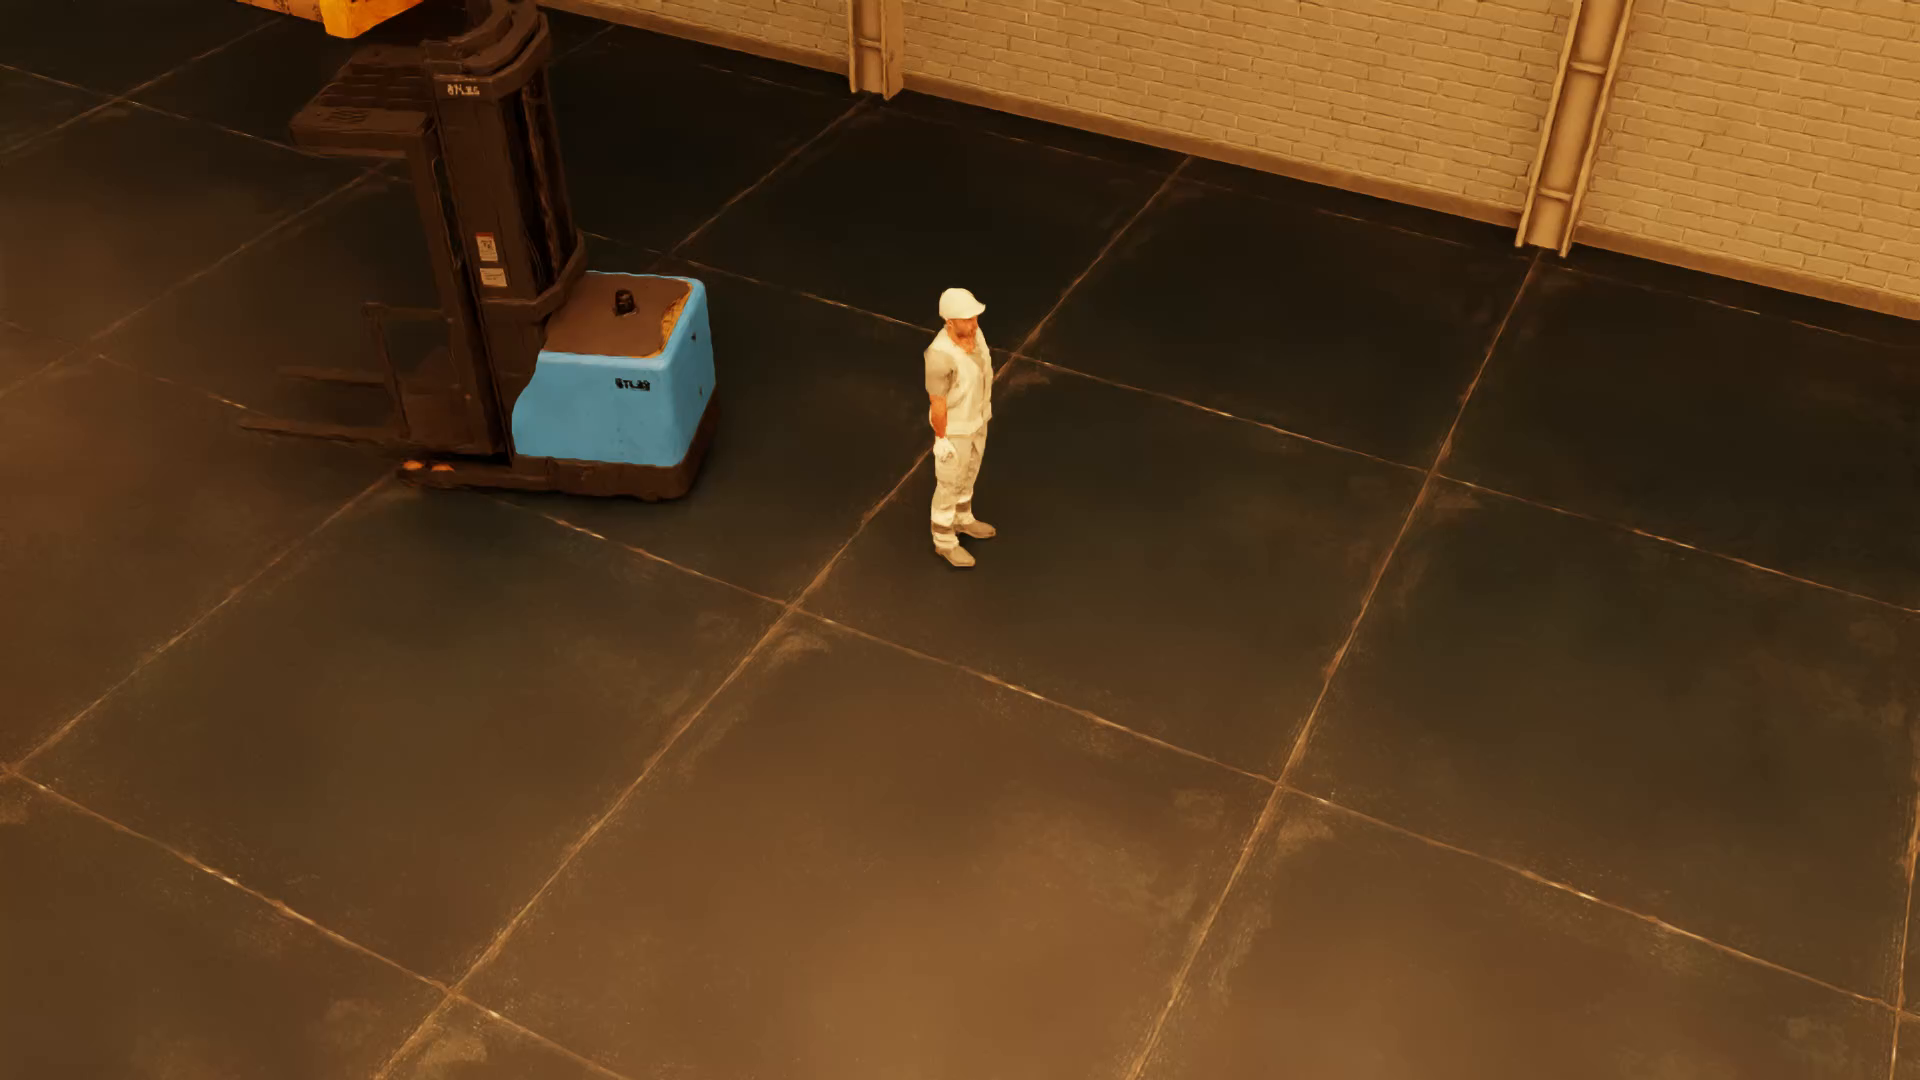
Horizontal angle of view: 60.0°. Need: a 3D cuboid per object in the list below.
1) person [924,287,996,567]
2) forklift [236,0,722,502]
[{"bbox_3d":[0.019,-0.680,9.678,0.349,1.795,0.540,18,43,21],"label":"person"},{"bbox_3d":[-3.160,-1.783,10.103,3.031,2.935,1.130,5,40,6],"label":"forklift"}]
